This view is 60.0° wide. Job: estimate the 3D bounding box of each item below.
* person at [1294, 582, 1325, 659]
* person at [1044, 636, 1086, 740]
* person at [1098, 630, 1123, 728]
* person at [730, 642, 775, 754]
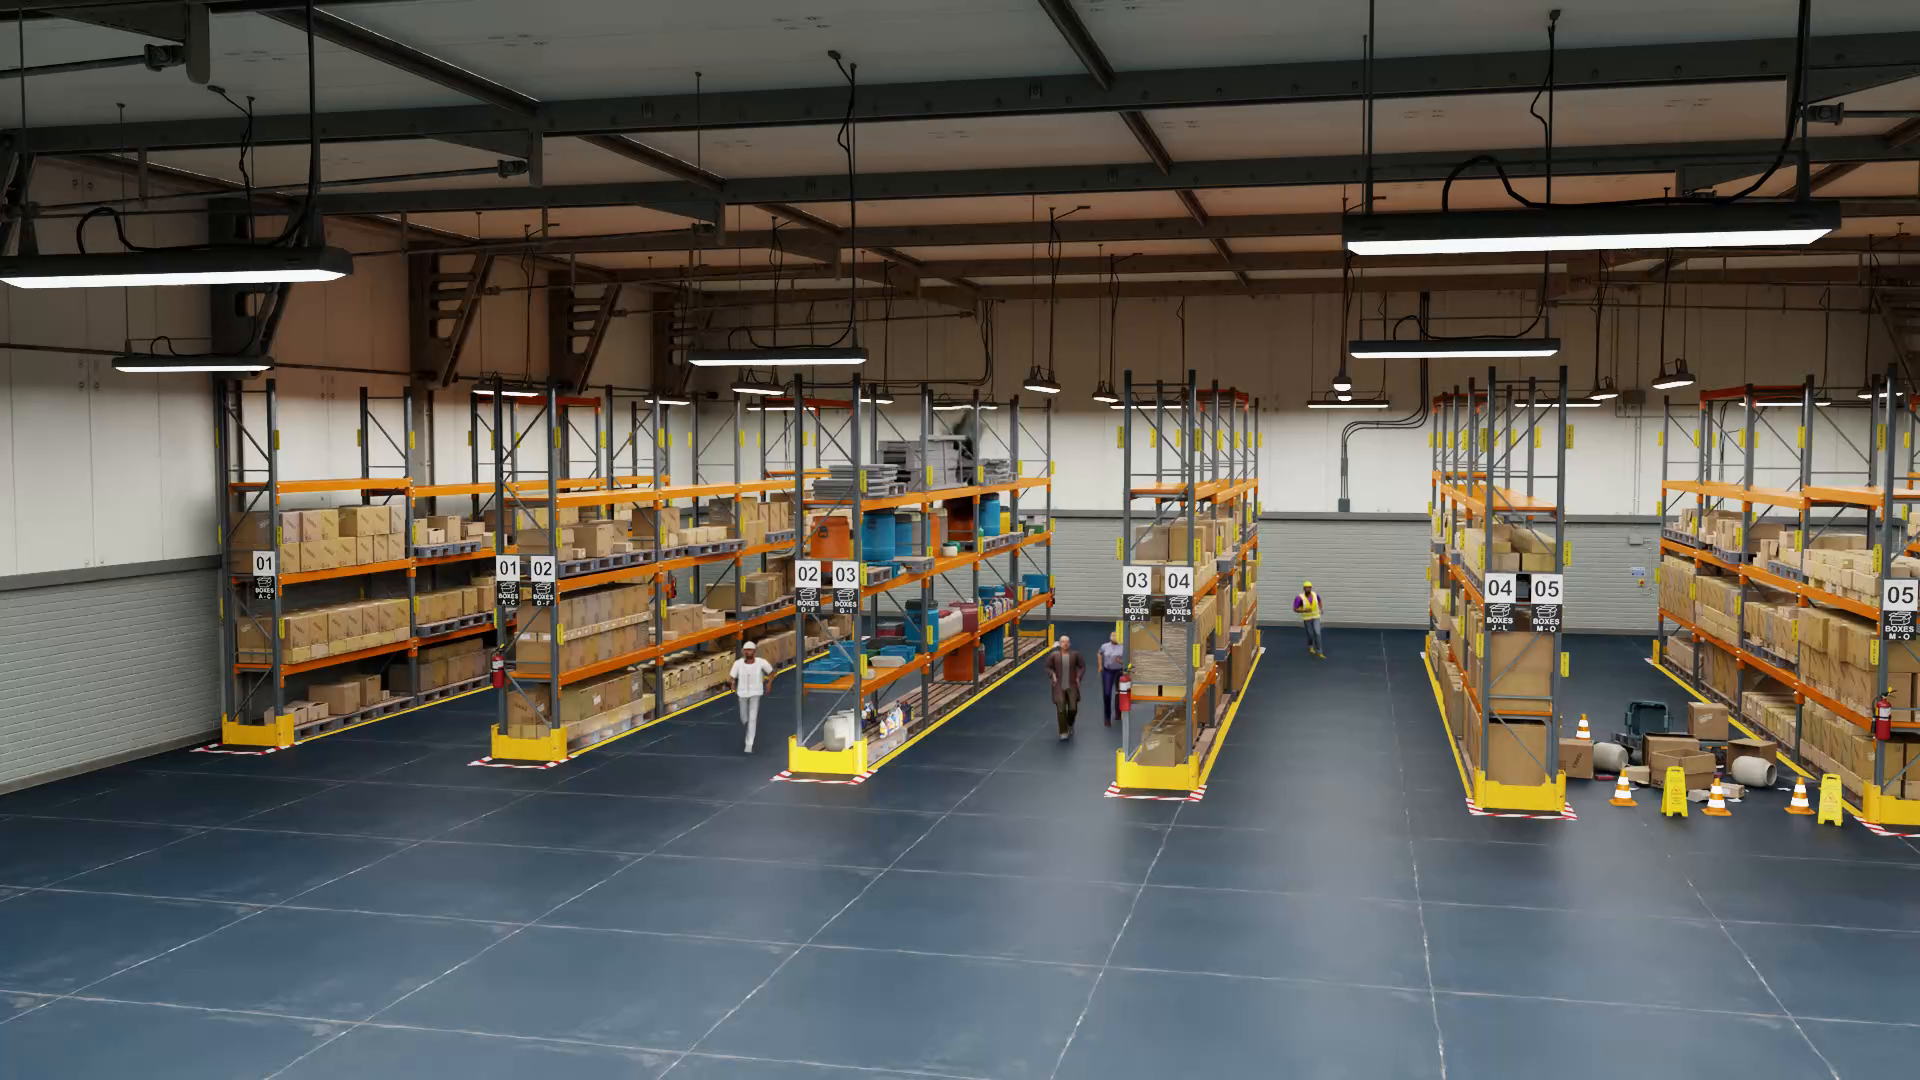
[{"bbox_3d":[8.053,1.841,38.428,0.725,1.767,0.907,0,3,-4],"label":"person"},{"bbox_3d":[1.758,2.466,27.723,0.703,1.729,0.651,0,3,1],"label":"person"},{"bbox_3d":[2.714,2.427,29.279,0.579,1.711,0.764,0,3,4],"label":"person"},{"bbox_3d":[-3.388,2.522,26.960,0.712,1.754,0.932,0,3,4],"label":"person"}]
